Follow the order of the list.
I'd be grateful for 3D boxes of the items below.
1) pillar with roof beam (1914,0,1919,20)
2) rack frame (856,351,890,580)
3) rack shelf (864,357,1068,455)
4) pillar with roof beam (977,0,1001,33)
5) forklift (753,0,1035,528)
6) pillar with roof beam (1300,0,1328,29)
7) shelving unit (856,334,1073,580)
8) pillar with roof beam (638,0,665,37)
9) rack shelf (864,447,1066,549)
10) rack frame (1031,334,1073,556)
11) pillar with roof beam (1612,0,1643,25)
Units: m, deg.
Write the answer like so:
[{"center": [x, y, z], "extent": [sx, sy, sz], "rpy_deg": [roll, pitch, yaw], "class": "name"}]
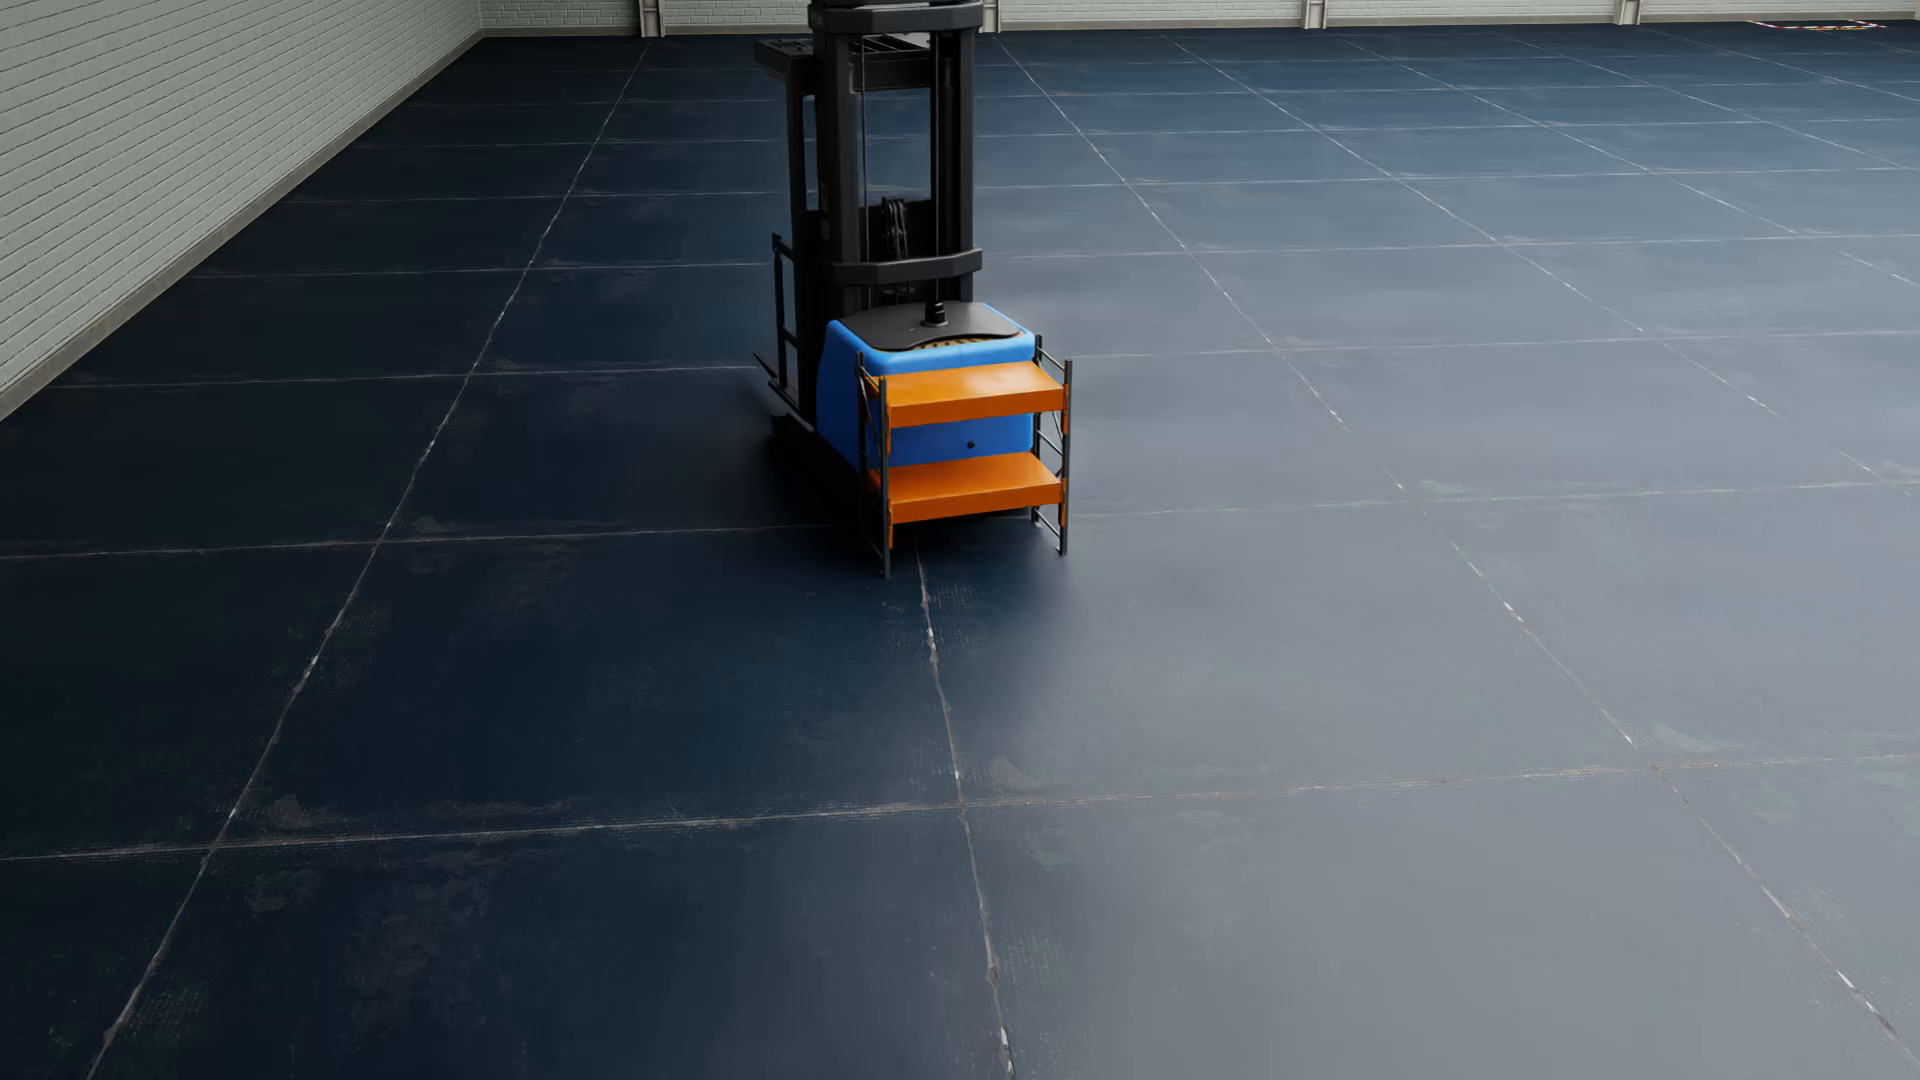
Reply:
[{"center": [18.859, -12.284, 25.943], "extent": [0.400, 9.000, 9.100], "rpy_deg": [-2, 24, -5], "class": "pillar with roof beam"}, {"center": [-0.465, -0.399, 8.900], "extent": [0.032, 1.125, 0.500], "rpy_deg": [-7, 25, -16], "class": "rack frame"}, {"center": [0.019, -0.730, 8.924], "extent": [1.000, 0.278, 0.538], "rpy_deg": [-7, 25, -16], "class": "rack shelf"}, {"center": [0.946, -11.565, 24.326], "extent": [0.400, 9.000, 9.100], "rpy_deg": [-2, 24, -5], "class": "pillar with roof beam"}, {"center": [-0.577, -1.974, 10.218], "extent": [1.130, 2.935, 3.031], "rpy_deg": [-10, 26, -21], "class": "forklift"}, {"center": [6.917, -11.804, 24.865], "extent": [0.400, 9.000, 9.100], "rpy_deg": [-2, 24, -5], "class": "pillar with roof beam"}, {"center": [0.019, -0.463, 9.043], "extent": [1.048, 1.125, 0.538], "rpy_deg": [-7, 25, -16], "class": "shelving unit"}, {"center": [-5.025, -11.325, 23.788], "extent": [0.400, 9.000, 9.100], "rpy_deg": [-2, 24, -5], "class": "pillar with roof beam"}, {"center": [0.019, -0.239, 9.142], "extent": [1.000, 0.278, 0.538], "rpy_deg": [-7, 25, -16], "class": "rack shelf"}, {"center": [0.502, -0.526, 9.186], "extent": [0.032, 1.125, 0.500], "rpy_deg": [-7, 25, -16], "class": "rack frame"}, {"center": [12.888, -12.044, 25.404], "extent": [0.400, 9.000, 9.100], "rpy_deg": [-2, 24, -5], "class": "pillar with roof beam"}]
